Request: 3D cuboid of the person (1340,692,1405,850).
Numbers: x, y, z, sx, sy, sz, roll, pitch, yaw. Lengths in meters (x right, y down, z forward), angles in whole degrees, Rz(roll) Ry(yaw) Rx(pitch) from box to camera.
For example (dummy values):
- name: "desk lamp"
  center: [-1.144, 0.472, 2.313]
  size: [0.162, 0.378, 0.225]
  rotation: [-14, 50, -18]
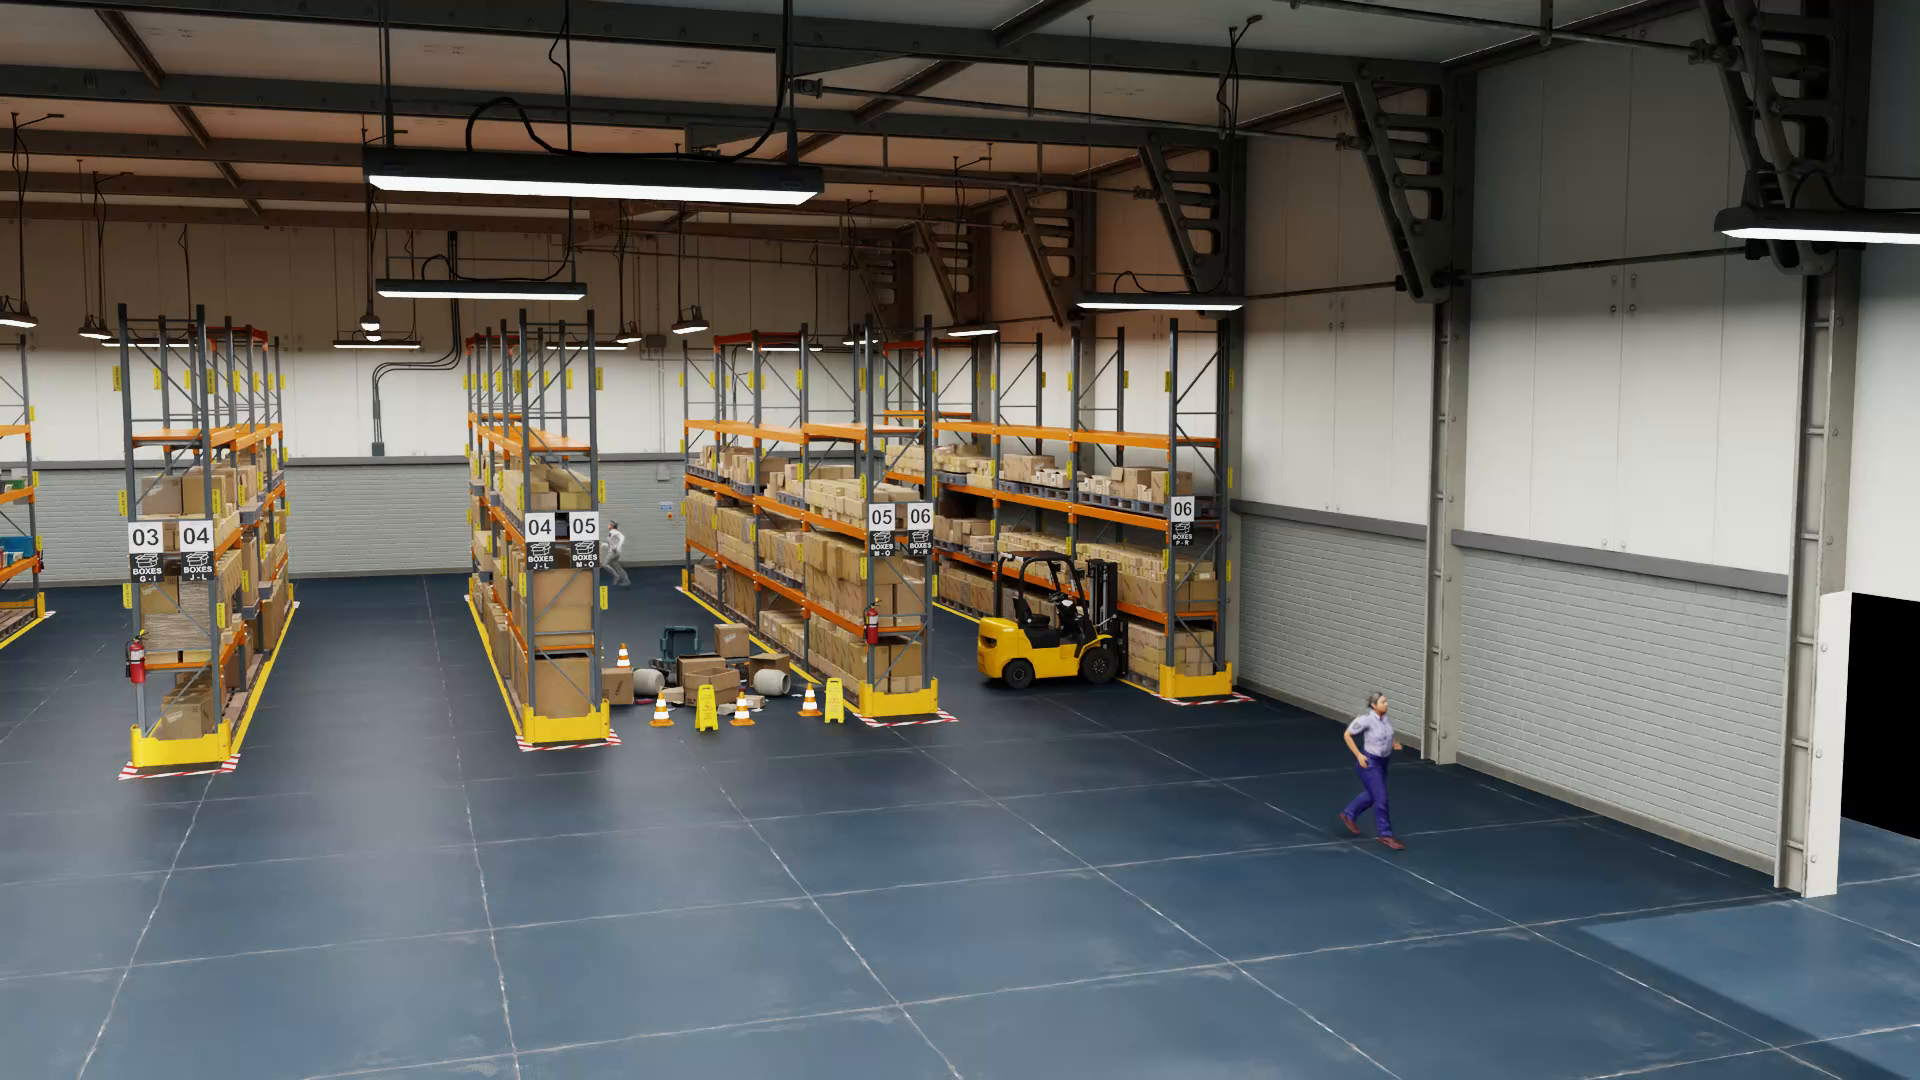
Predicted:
- name: "person"
  center: [4.492, 2.473, 18.048]
  size: [0.847, 1.635, 0.600]
  rotation: [5, 7, 43]

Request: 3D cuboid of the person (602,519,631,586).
- name: "person"
  center: [-8.392, 0.312, 40.565]
  size: [0.698, 1.650, 0.628]
  rotation: [-2, 6, -16]
